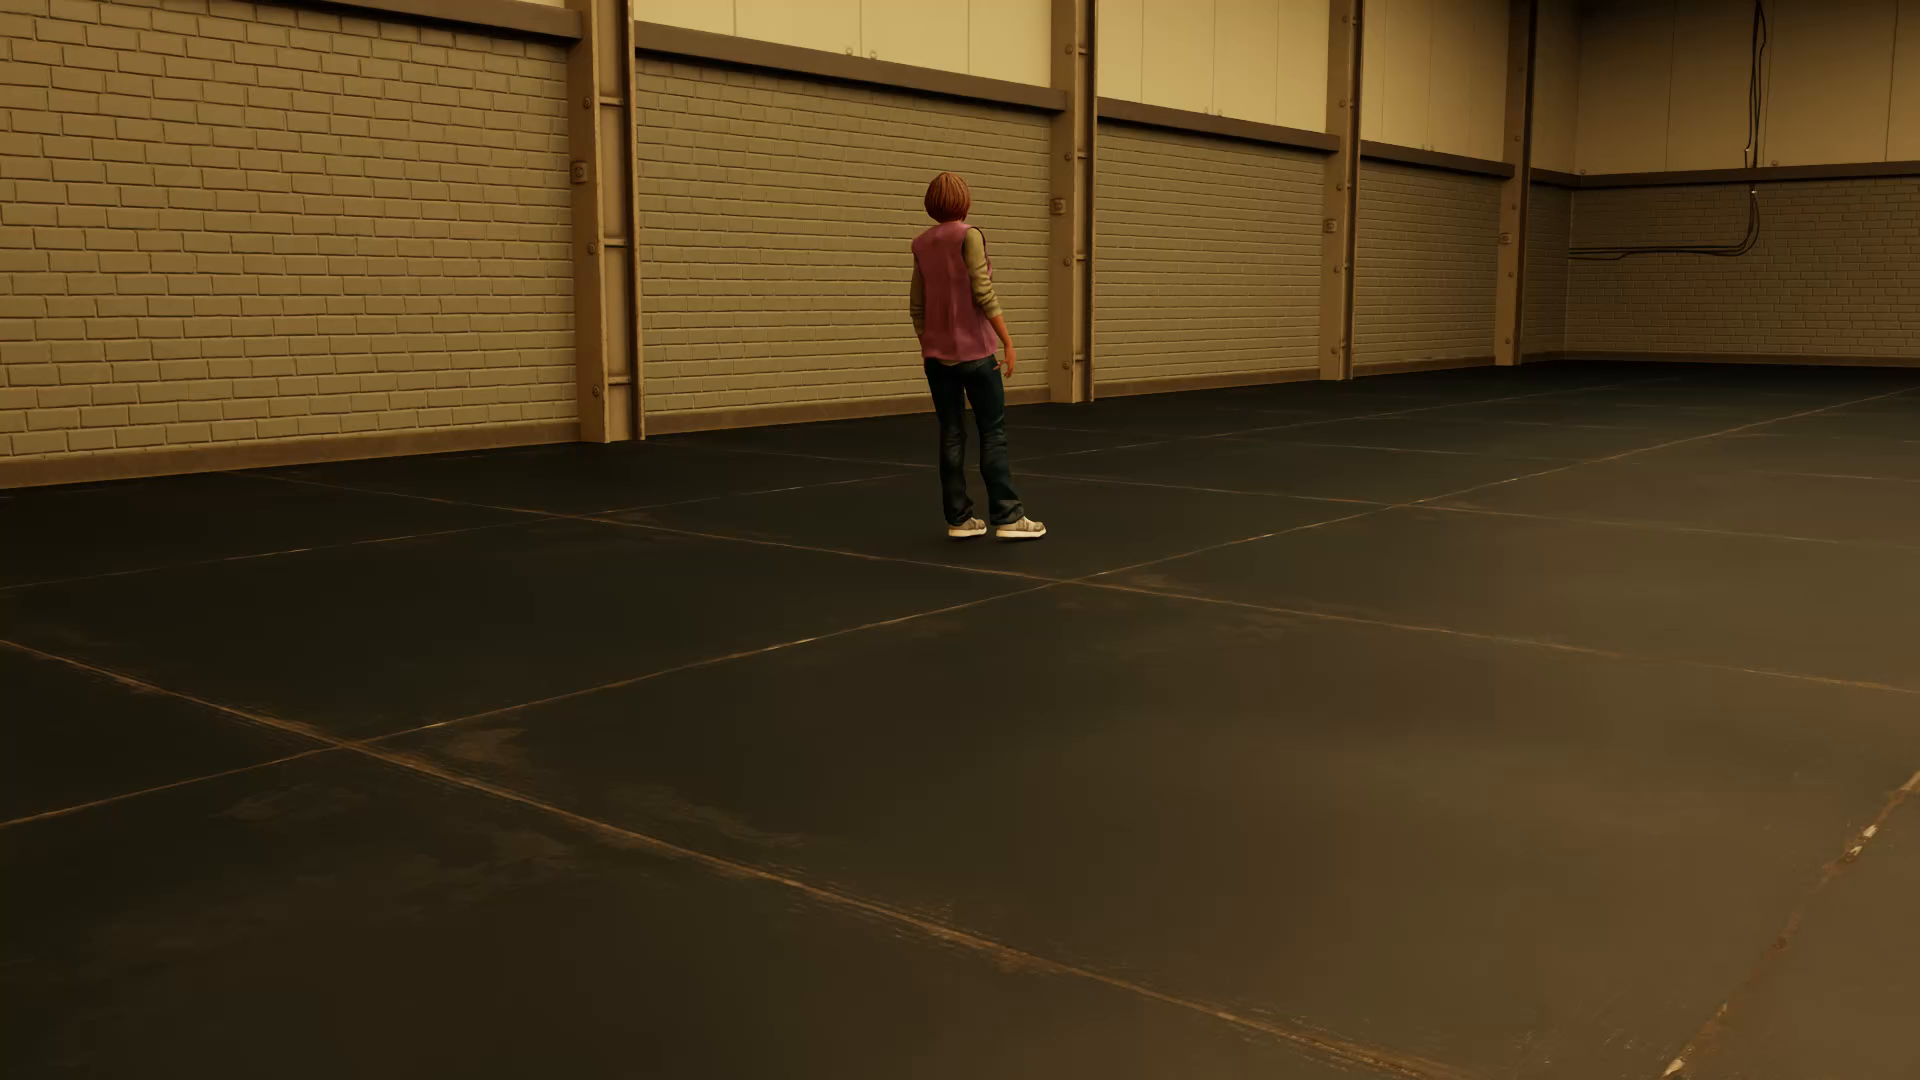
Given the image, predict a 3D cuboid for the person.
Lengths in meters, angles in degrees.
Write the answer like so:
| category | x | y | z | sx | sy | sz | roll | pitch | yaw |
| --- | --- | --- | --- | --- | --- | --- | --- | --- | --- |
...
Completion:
| category | x | y | z | sx | sy | sz | roll | pitch | yaw |
| --- | --- | --- | --- | --- | --- | --- | --- | --- | --- |
| person | 0.057 | -0.805 | 7.336 | 0.520 | 1.597 | 0.476 | 7 | 11 | 38 |
